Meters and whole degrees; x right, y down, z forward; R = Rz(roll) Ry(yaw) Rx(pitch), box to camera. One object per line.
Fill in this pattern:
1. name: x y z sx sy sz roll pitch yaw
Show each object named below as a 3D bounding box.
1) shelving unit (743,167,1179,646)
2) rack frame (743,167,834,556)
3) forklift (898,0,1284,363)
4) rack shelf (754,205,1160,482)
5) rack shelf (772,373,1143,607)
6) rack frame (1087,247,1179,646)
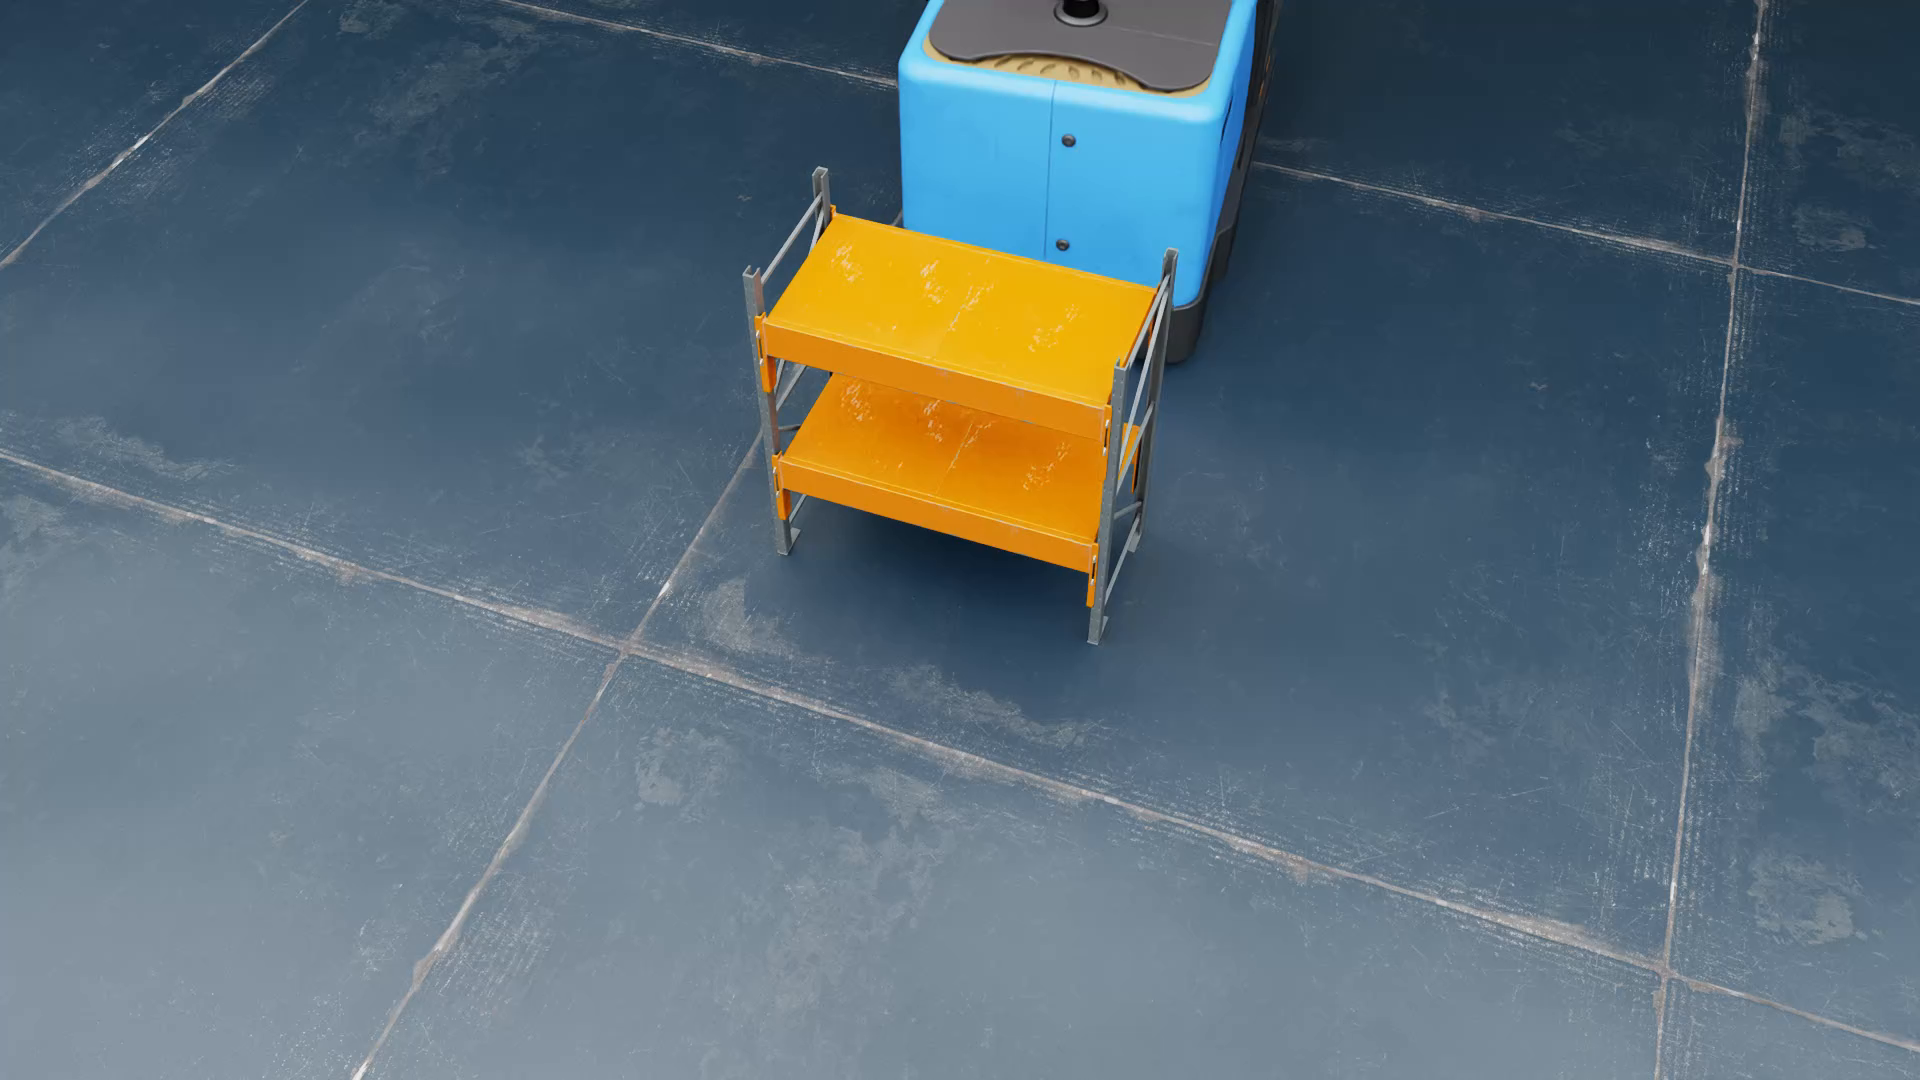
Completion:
1. shelving unit: 0.006 -0.367 4.823 1.048 1.125 0.538 16 51 13
2. rack frame: -0.471 -0.500 4.939 0.032 1.125 0.500 16 51 13
3. forklift: 0.667 -2.706 5.656 1.130 2.935 3.031 11 50 10
4. rack shelf: 0.006 -0.558 4.602 1.000 0.278 0.538 16 51 13
5. rack shelf: 0.006 -0.206 5.008 1.000 0.278 0.538 16 51 13
6. rack frame: 0.483 -0.234 4.708 0.032 1.125 0.500 16 51 13
